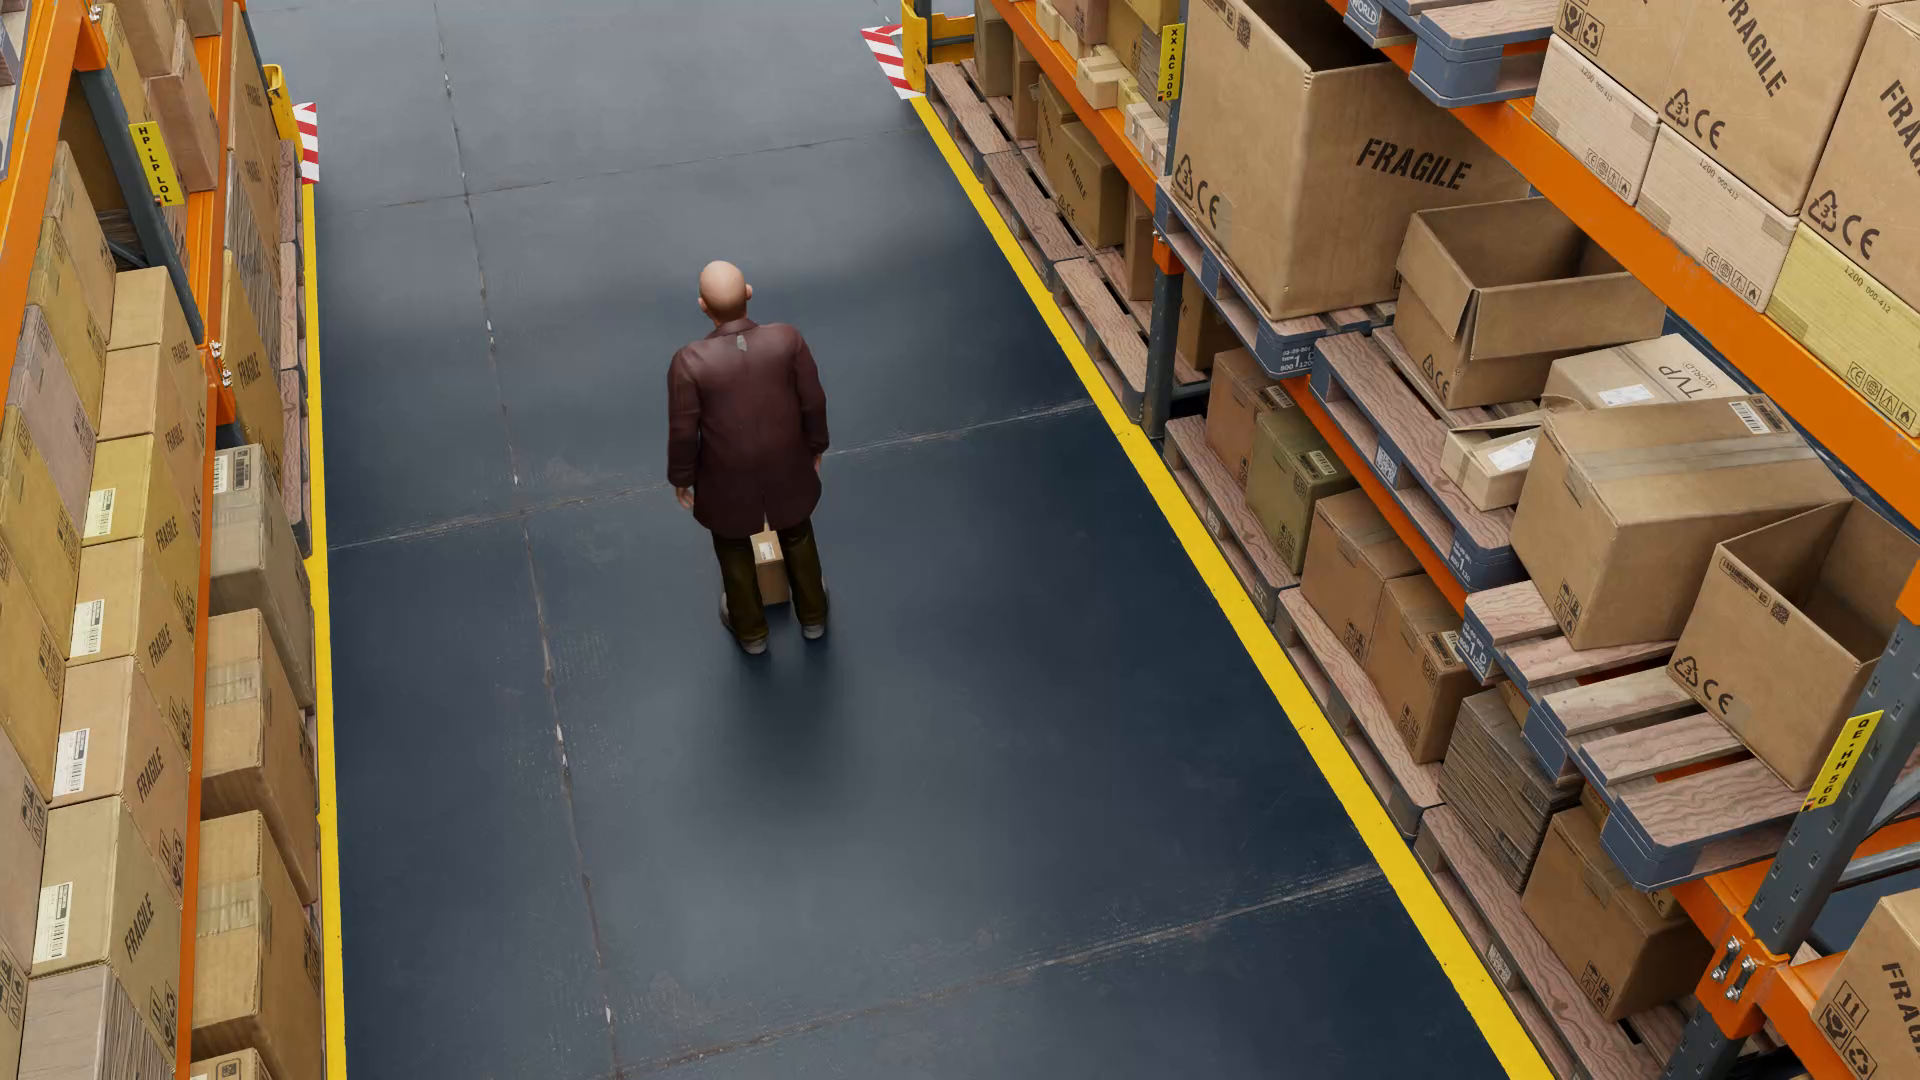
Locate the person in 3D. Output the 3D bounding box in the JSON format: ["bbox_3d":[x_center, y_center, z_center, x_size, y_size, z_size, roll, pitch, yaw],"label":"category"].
[{"bbox_3d":[-0.821,-0.296,6.504,0.653,1.774,0.423,-14,44,-15],"label":"person"}]
